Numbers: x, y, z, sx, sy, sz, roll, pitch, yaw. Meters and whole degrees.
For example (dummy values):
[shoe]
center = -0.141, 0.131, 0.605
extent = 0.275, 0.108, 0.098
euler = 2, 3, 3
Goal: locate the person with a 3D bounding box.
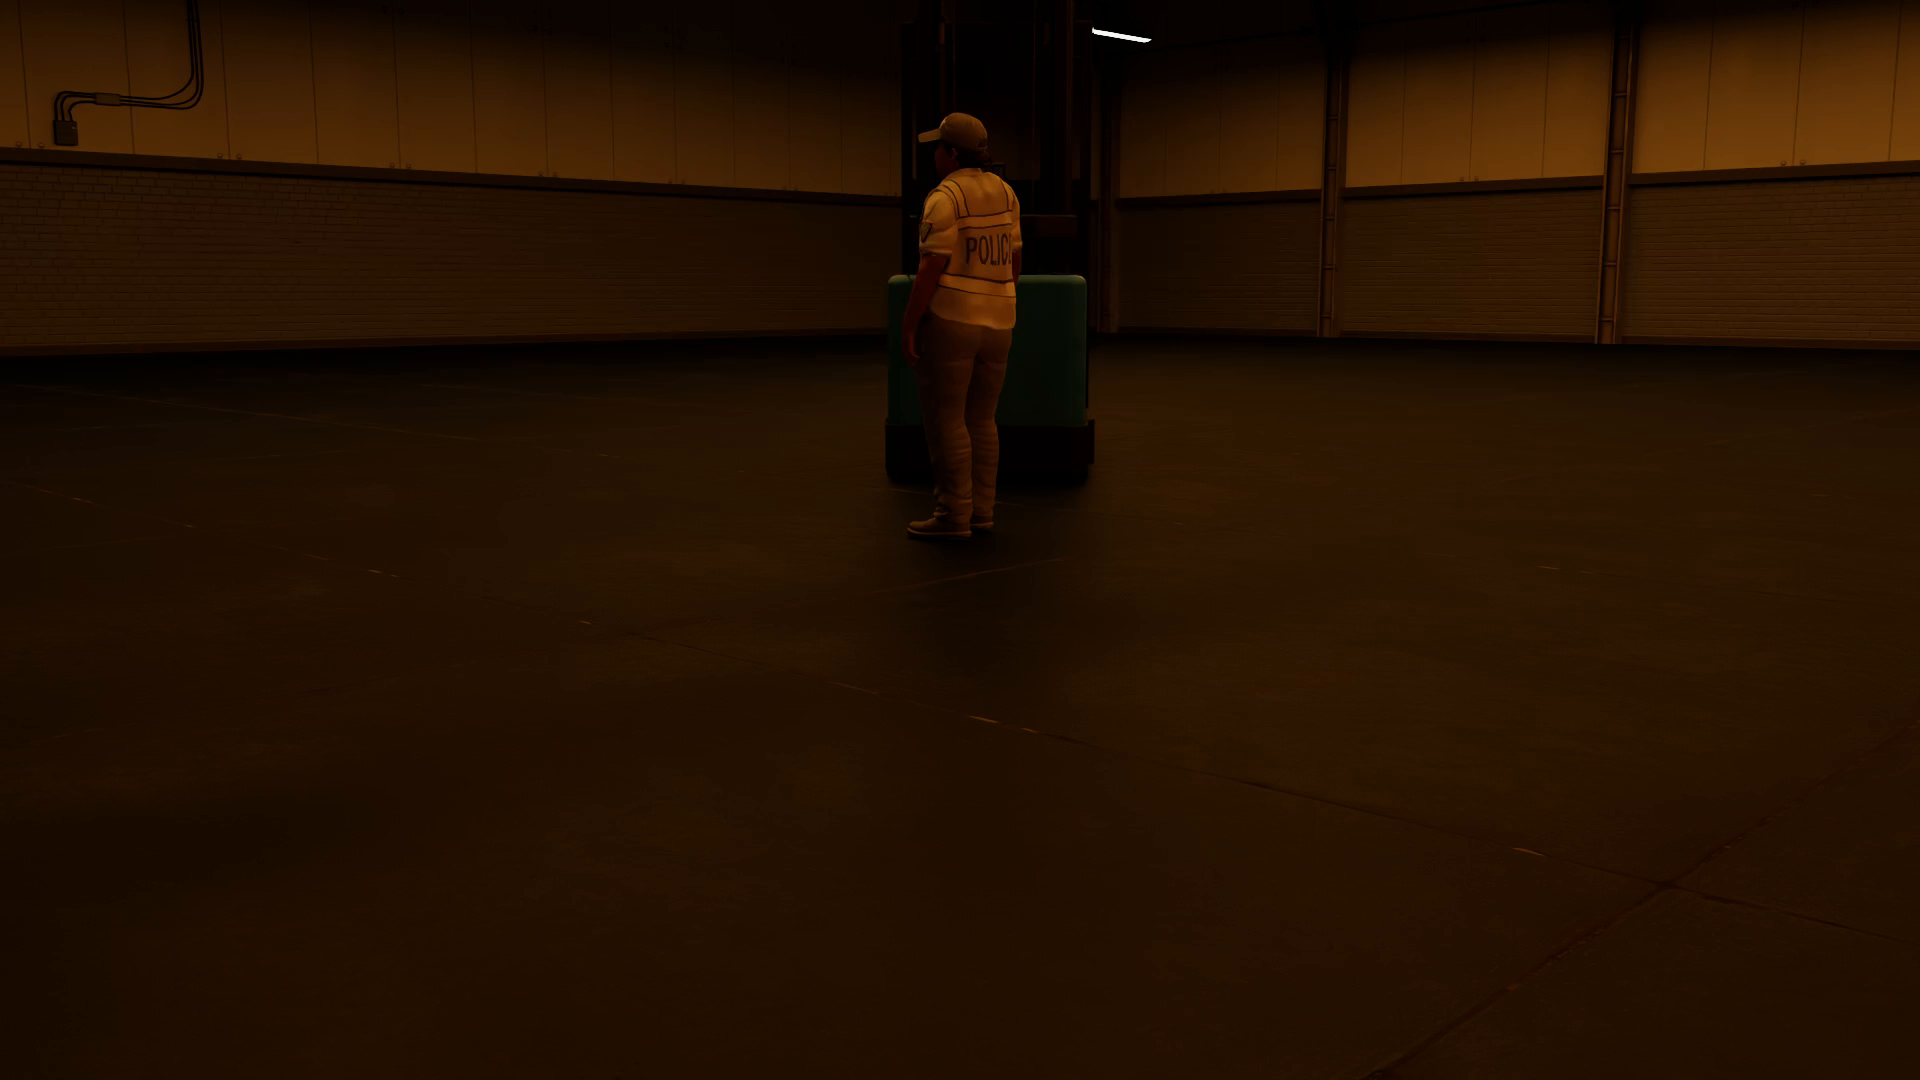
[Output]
[person]
center = -0.039, -0.841, 6.661
extent = 0.529, 1.670, 0.598
euler = 8, 12, 43

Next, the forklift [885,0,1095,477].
[forklift]
center = 0.224, -1.949, 9.821
extent = 1.130, 2.935, 3.031
euler = 1, 9, 3
